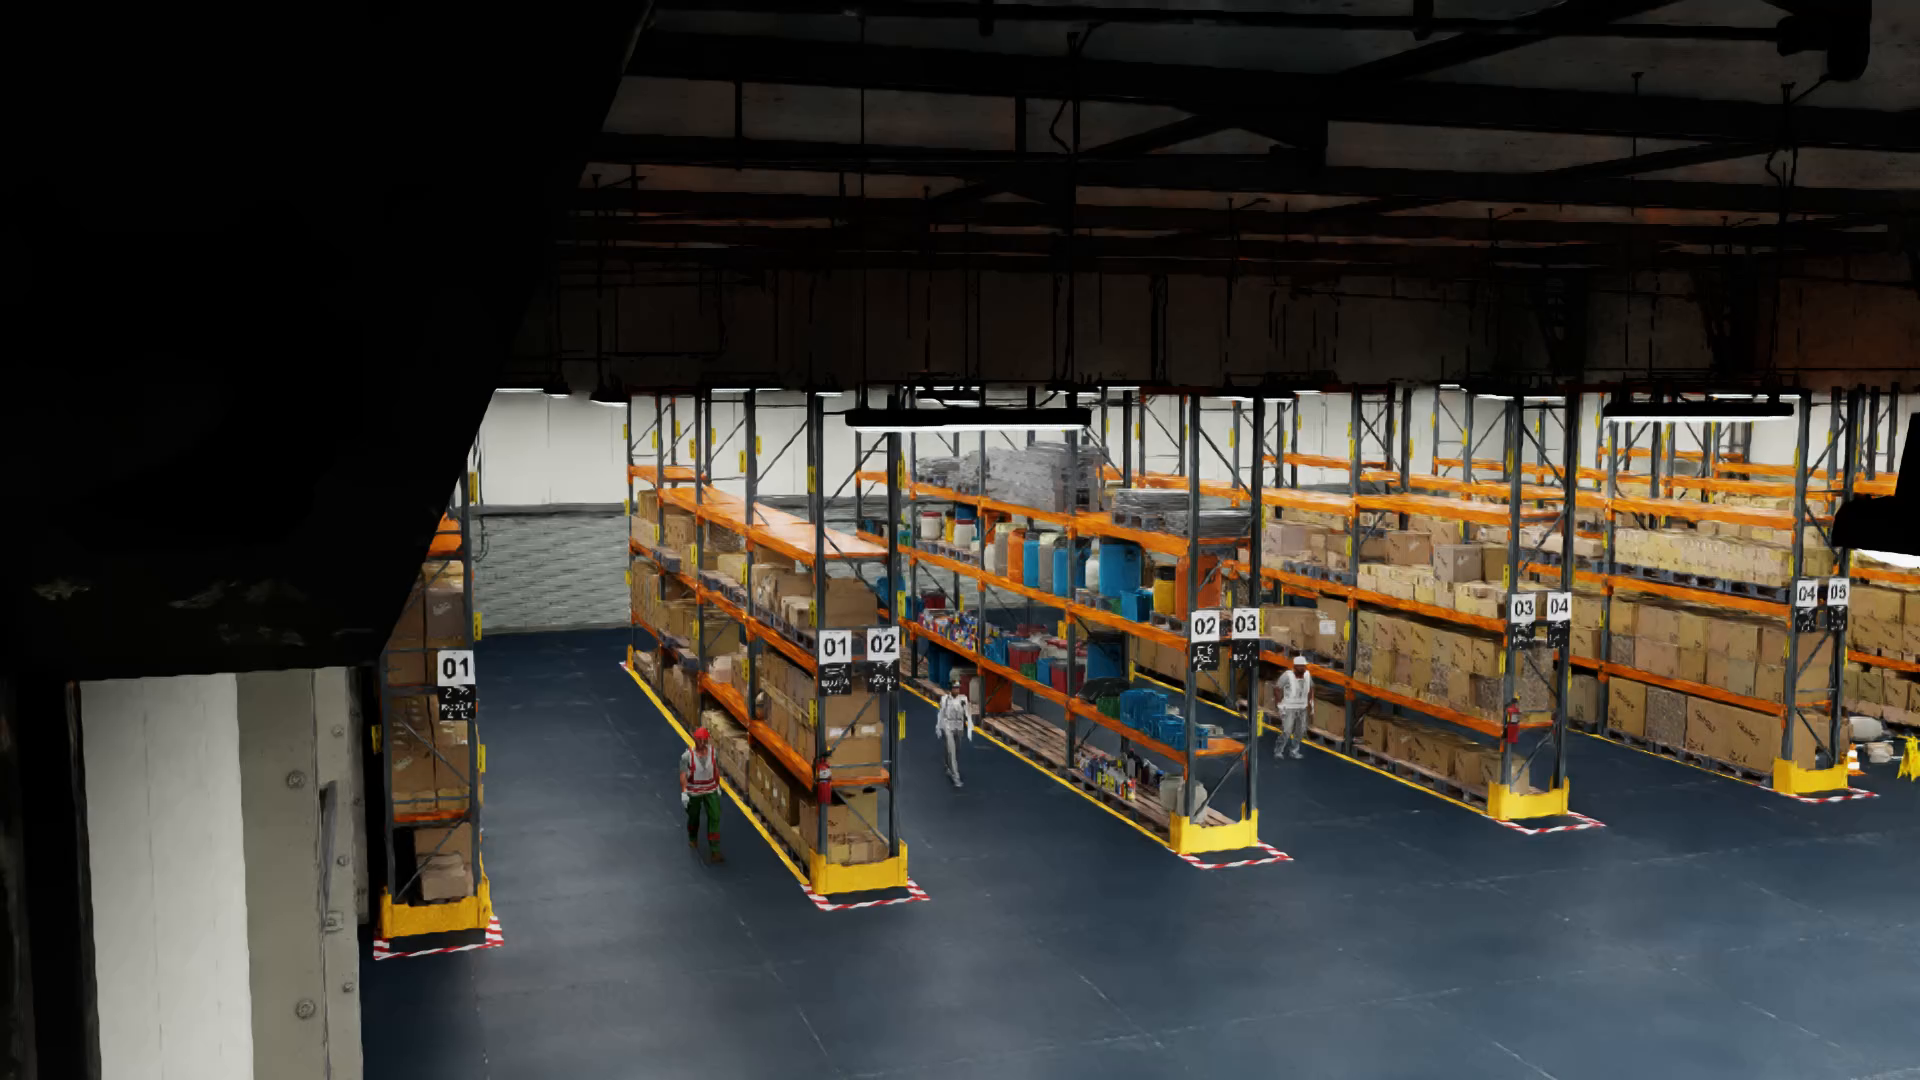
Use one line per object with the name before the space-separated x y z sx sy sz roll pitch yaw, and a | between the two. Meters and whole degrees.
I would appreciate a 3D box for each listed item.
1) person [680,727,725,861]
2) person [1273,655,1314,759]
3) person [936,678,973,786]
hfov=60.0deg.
person | -3.347 3.247 21.517 0.543 1.709 1.123 -2 6 -17
person | 5.411 2.705 26.875 0.702 1.734 0.549 -2 6 -19
person | -0.070 2.889 25.454 0.502 1.624 0.989 -2 6 -20
